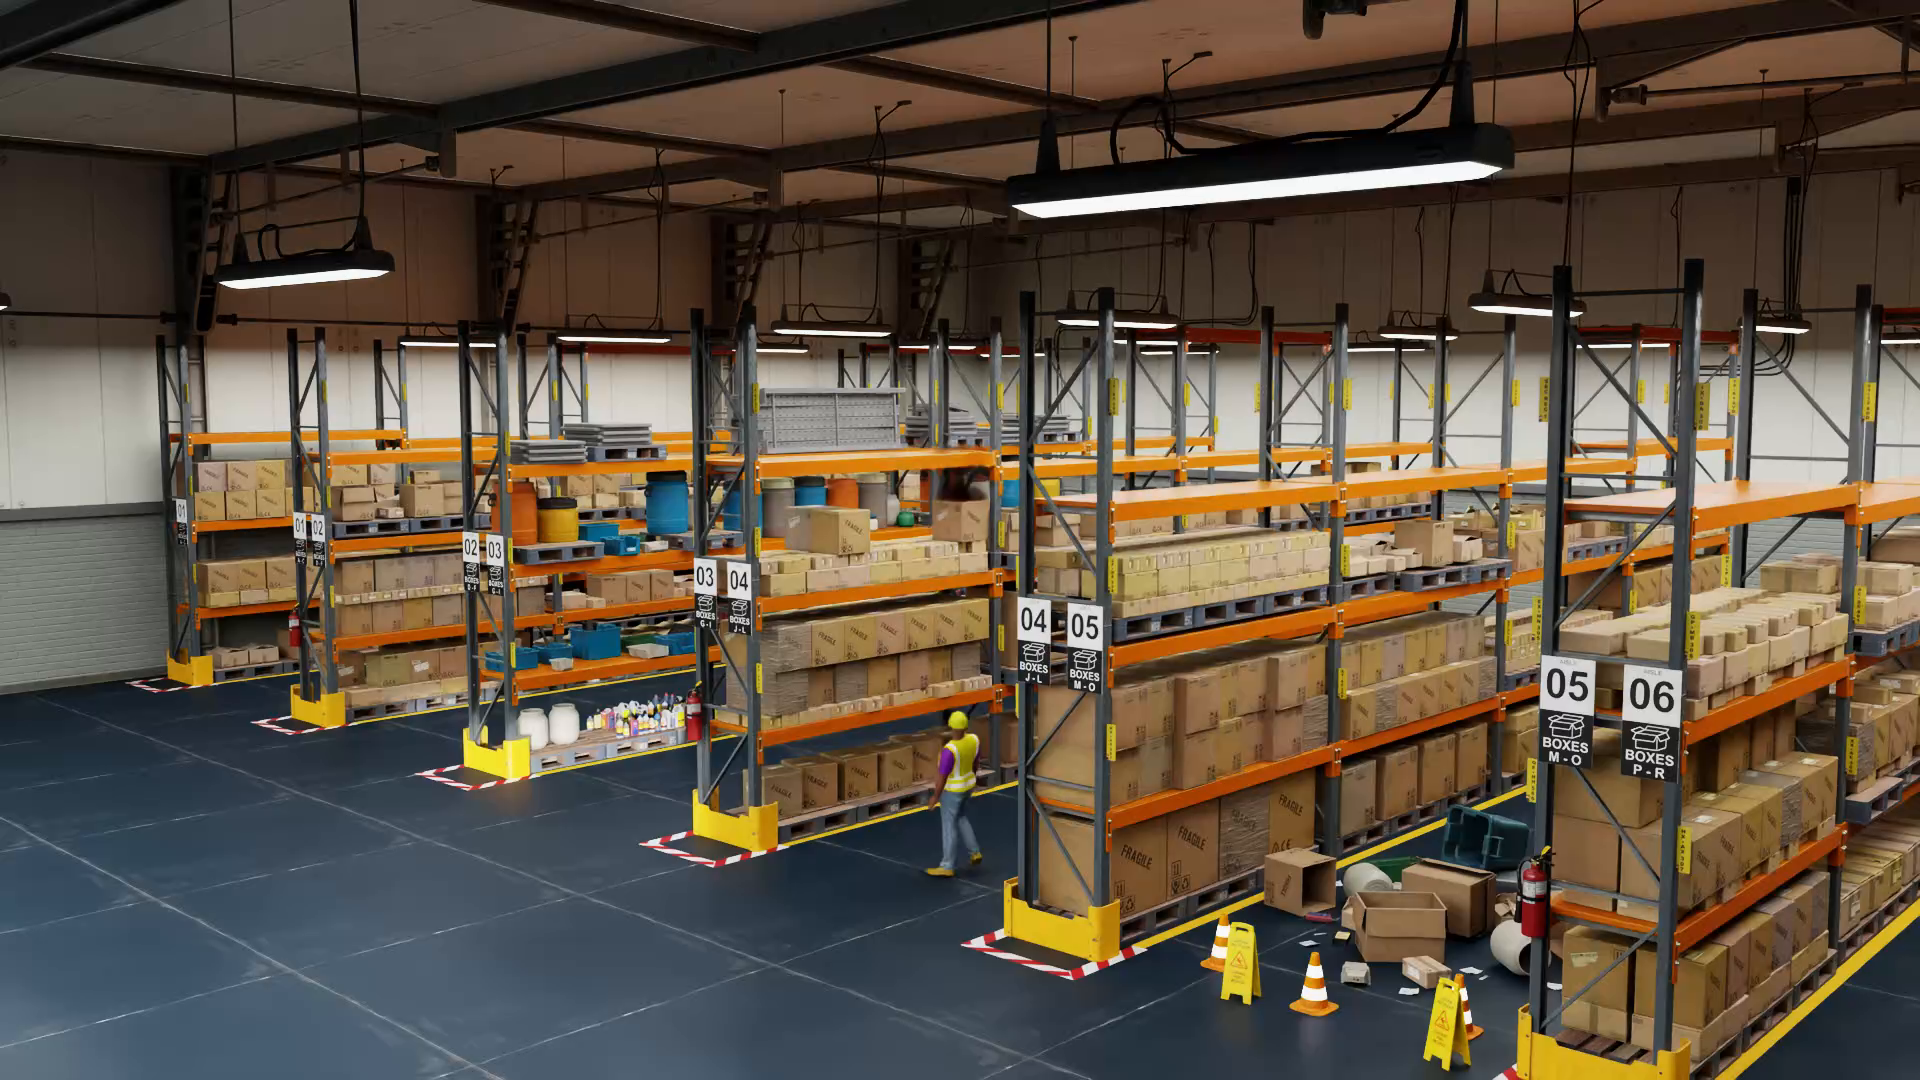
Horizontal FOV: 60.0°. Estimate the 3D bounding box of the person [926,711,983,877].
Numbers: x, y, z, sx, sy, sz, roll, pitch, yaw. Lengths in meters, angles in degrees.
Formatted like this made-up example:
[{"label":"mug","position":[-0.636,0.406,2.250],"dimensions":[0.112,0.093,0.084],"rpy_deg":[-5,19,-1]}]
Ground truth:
[{"label":"person","position":[-0.038,2.639,17.535],"dimensions":[0.472,1.751,0.694],"rpy_deg":[3,6,30]}]
